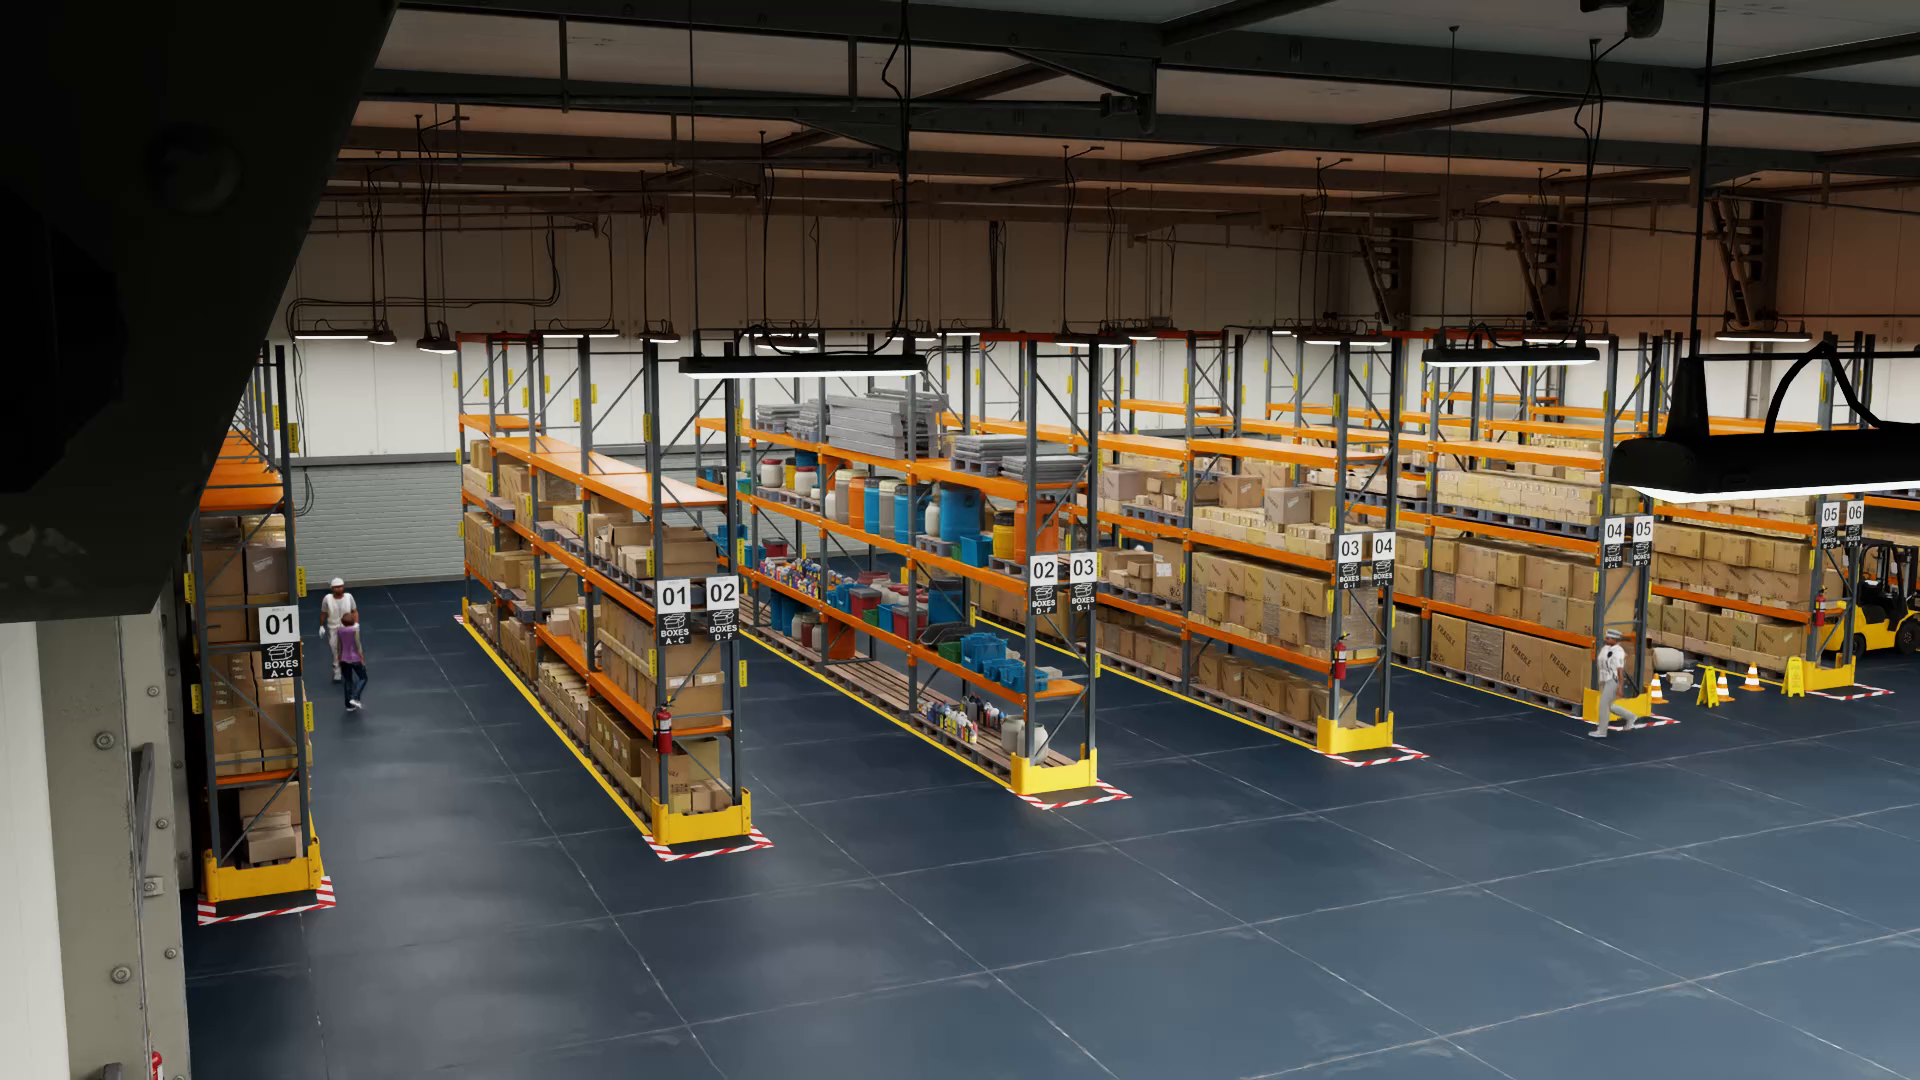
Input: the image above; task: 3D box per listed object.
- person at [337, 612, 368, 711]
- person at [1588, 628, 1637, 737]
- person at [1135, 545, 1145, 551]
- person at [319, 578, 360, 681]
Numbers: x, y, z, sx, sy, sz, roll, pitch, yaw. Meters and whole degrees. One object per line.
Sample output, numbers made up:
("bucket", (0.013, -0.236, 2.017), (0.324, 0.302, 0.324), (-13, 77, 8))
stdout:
("person", (-9.780, 1.959, 26.647), (0.453, 1.598, 0.435), (1, 8, 11))
("person", (9.875, 2.138, 25.084), (0.838, 1.631, 0.545), (-1, 8, -5))
("person", (3.626, 0.969, 33.220), (0.580, 1.724, 1.034), (-3, 8, -23))
("person", (-10.862, 1.528, 29.108), (0.672, 1.720, 1.039), (-3, 8, -23))
